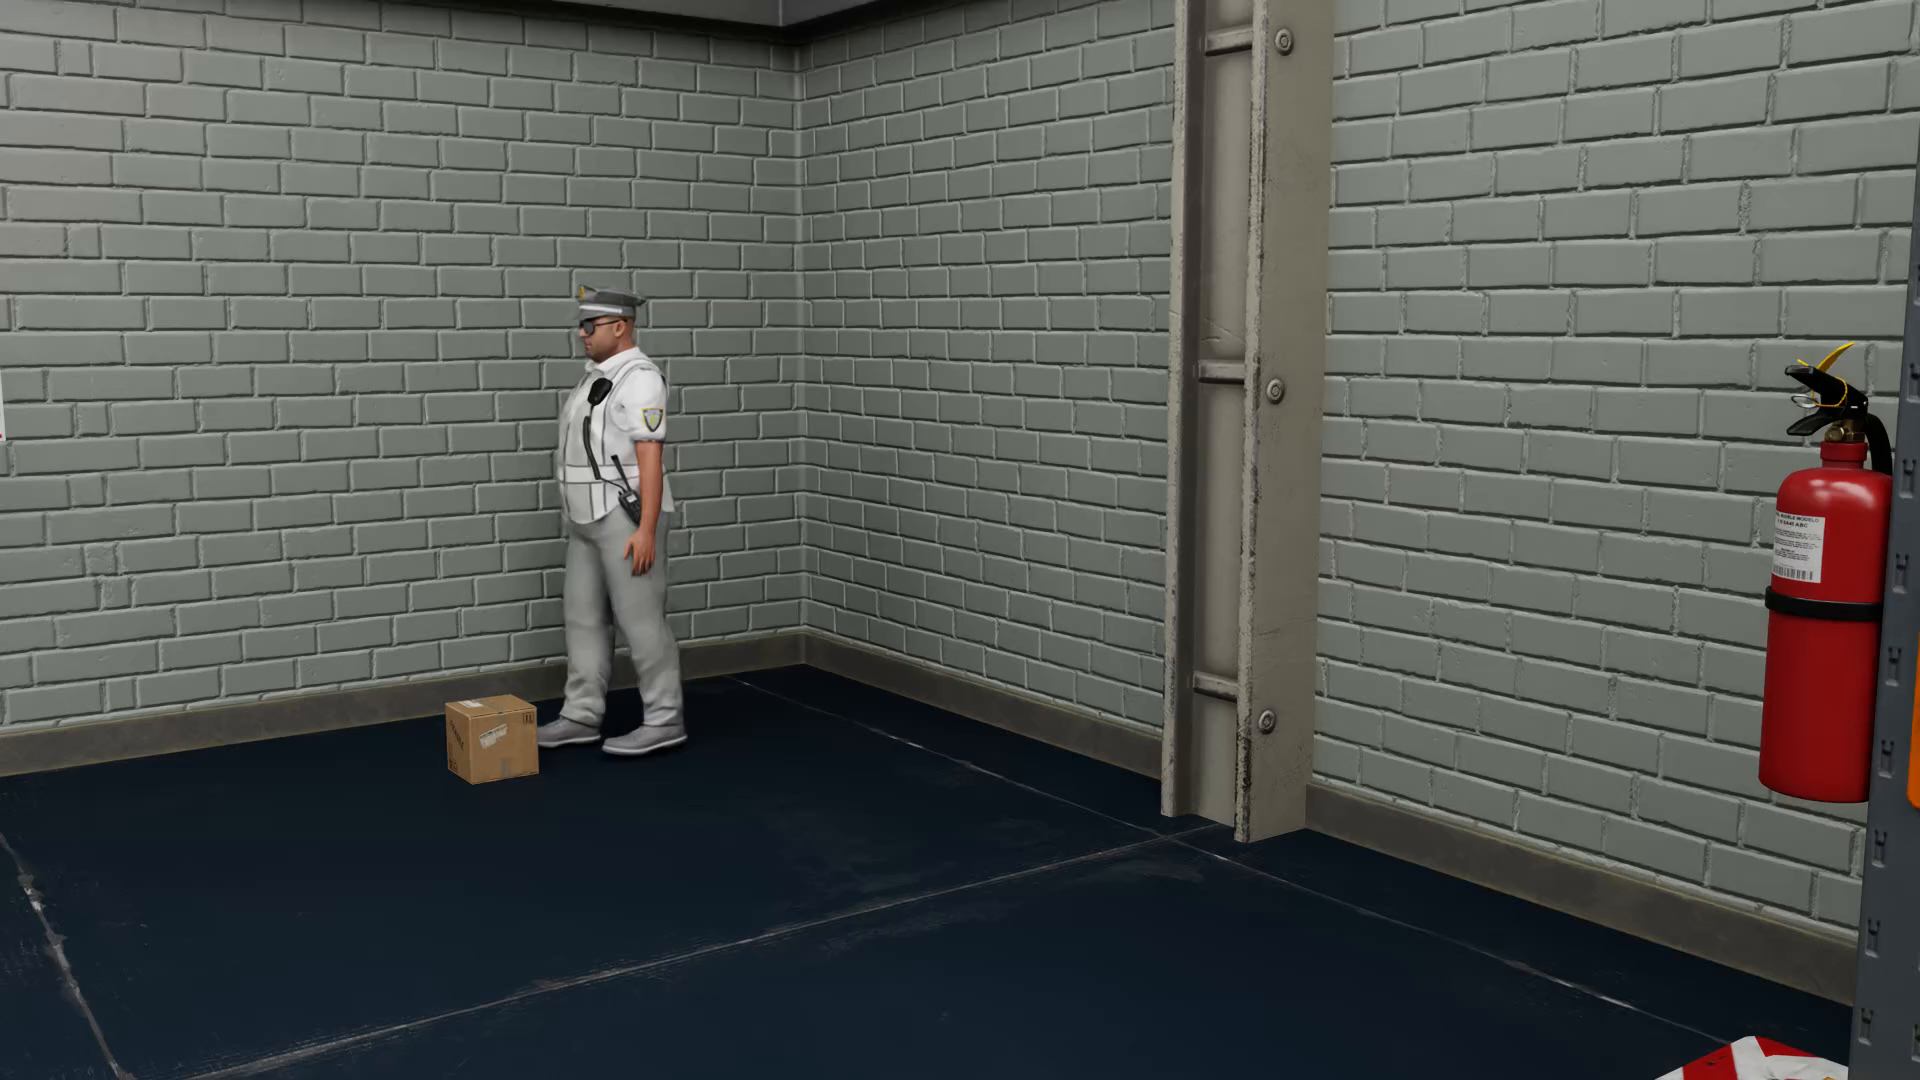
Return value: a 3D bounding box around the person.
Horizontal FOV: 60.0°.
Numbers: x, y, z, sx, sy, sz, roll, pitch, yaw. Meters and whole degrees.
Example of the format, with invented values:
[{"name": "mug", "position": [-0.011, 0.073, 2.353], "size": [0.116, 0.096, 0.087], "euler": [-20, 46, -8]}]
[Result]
[{"name": "person", "position": [-1.347, -0.070, 6.201], "size": [0.554, 1.750, 0.561], "euler": [-6, 10, -36]}]
